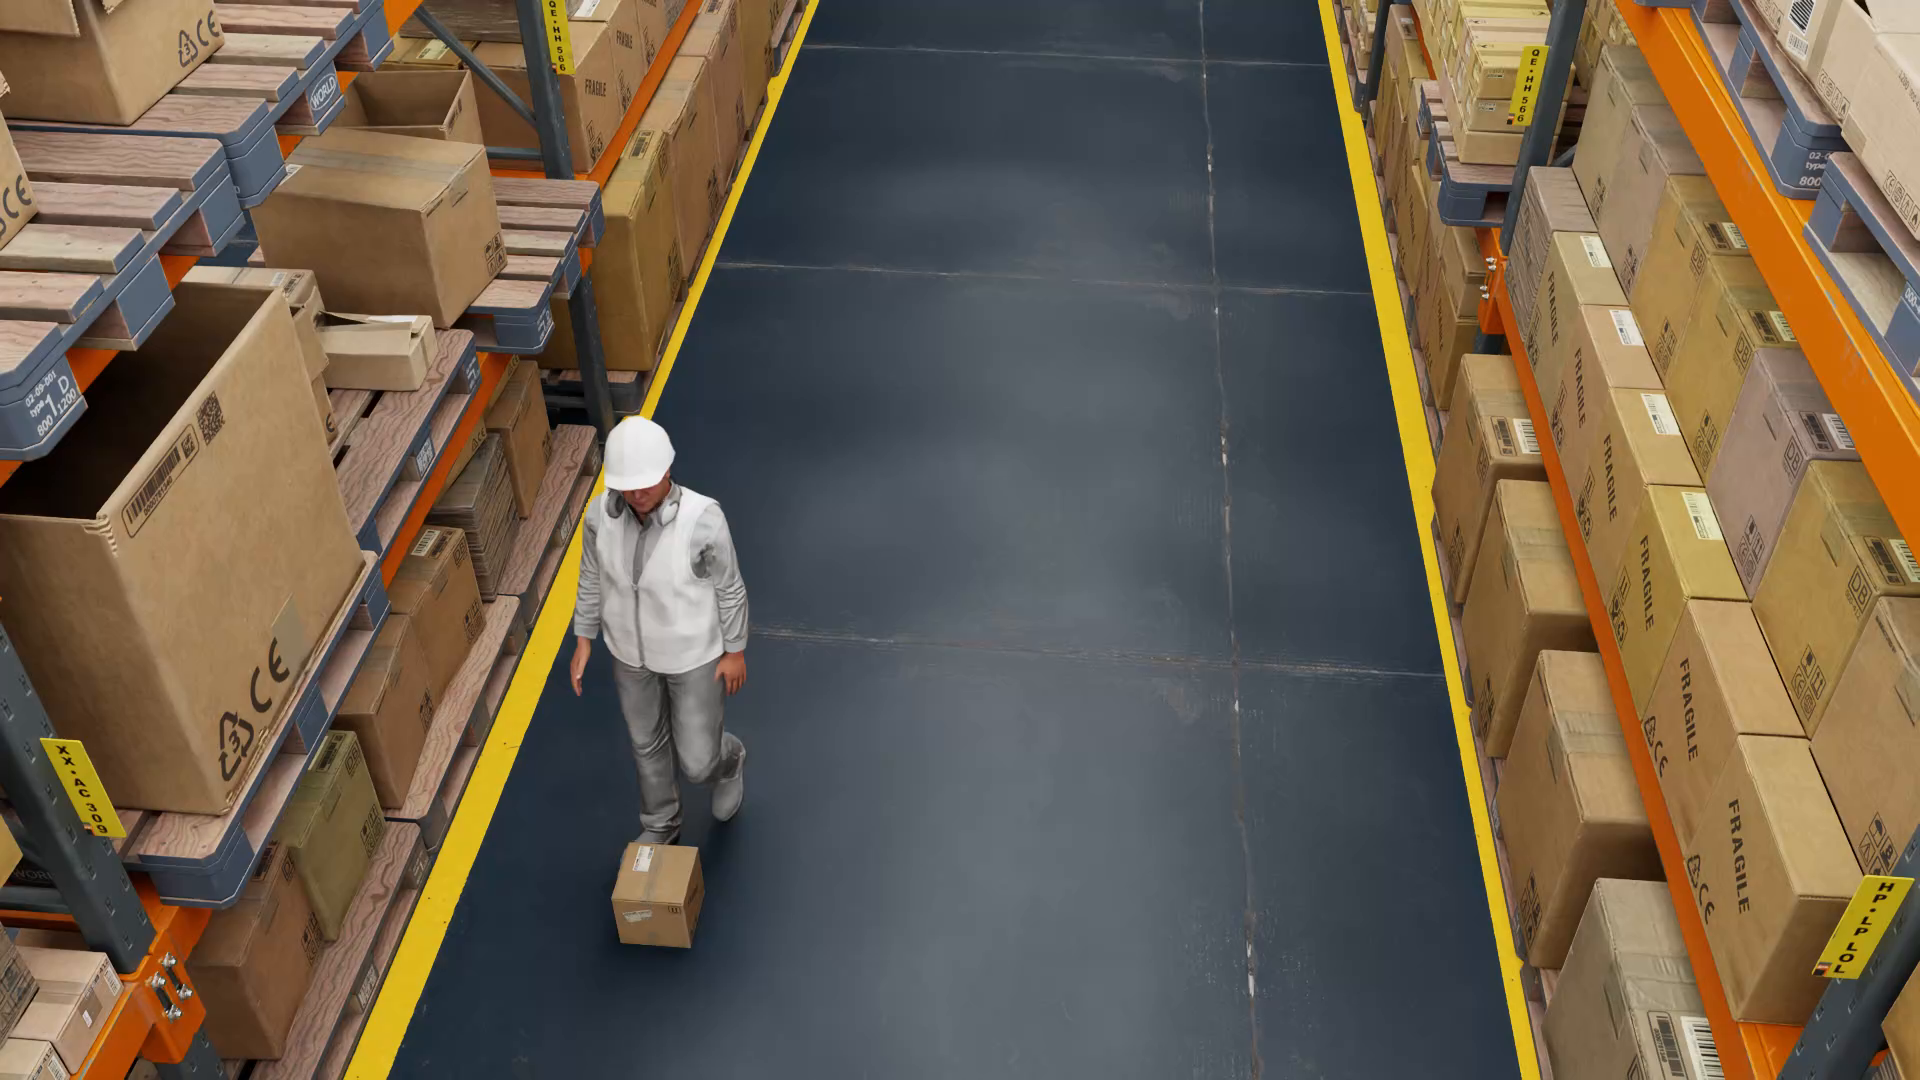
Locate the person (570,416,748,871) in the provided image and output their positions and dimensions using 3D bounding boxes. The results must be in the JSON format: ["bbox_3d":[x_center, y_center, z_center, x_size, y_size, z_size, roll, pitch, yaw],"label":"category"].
[{"bbox_3d":[-1.036,0.395,5.650,0.587,1.764,0.585,12,41,14],"label":"person"}]
